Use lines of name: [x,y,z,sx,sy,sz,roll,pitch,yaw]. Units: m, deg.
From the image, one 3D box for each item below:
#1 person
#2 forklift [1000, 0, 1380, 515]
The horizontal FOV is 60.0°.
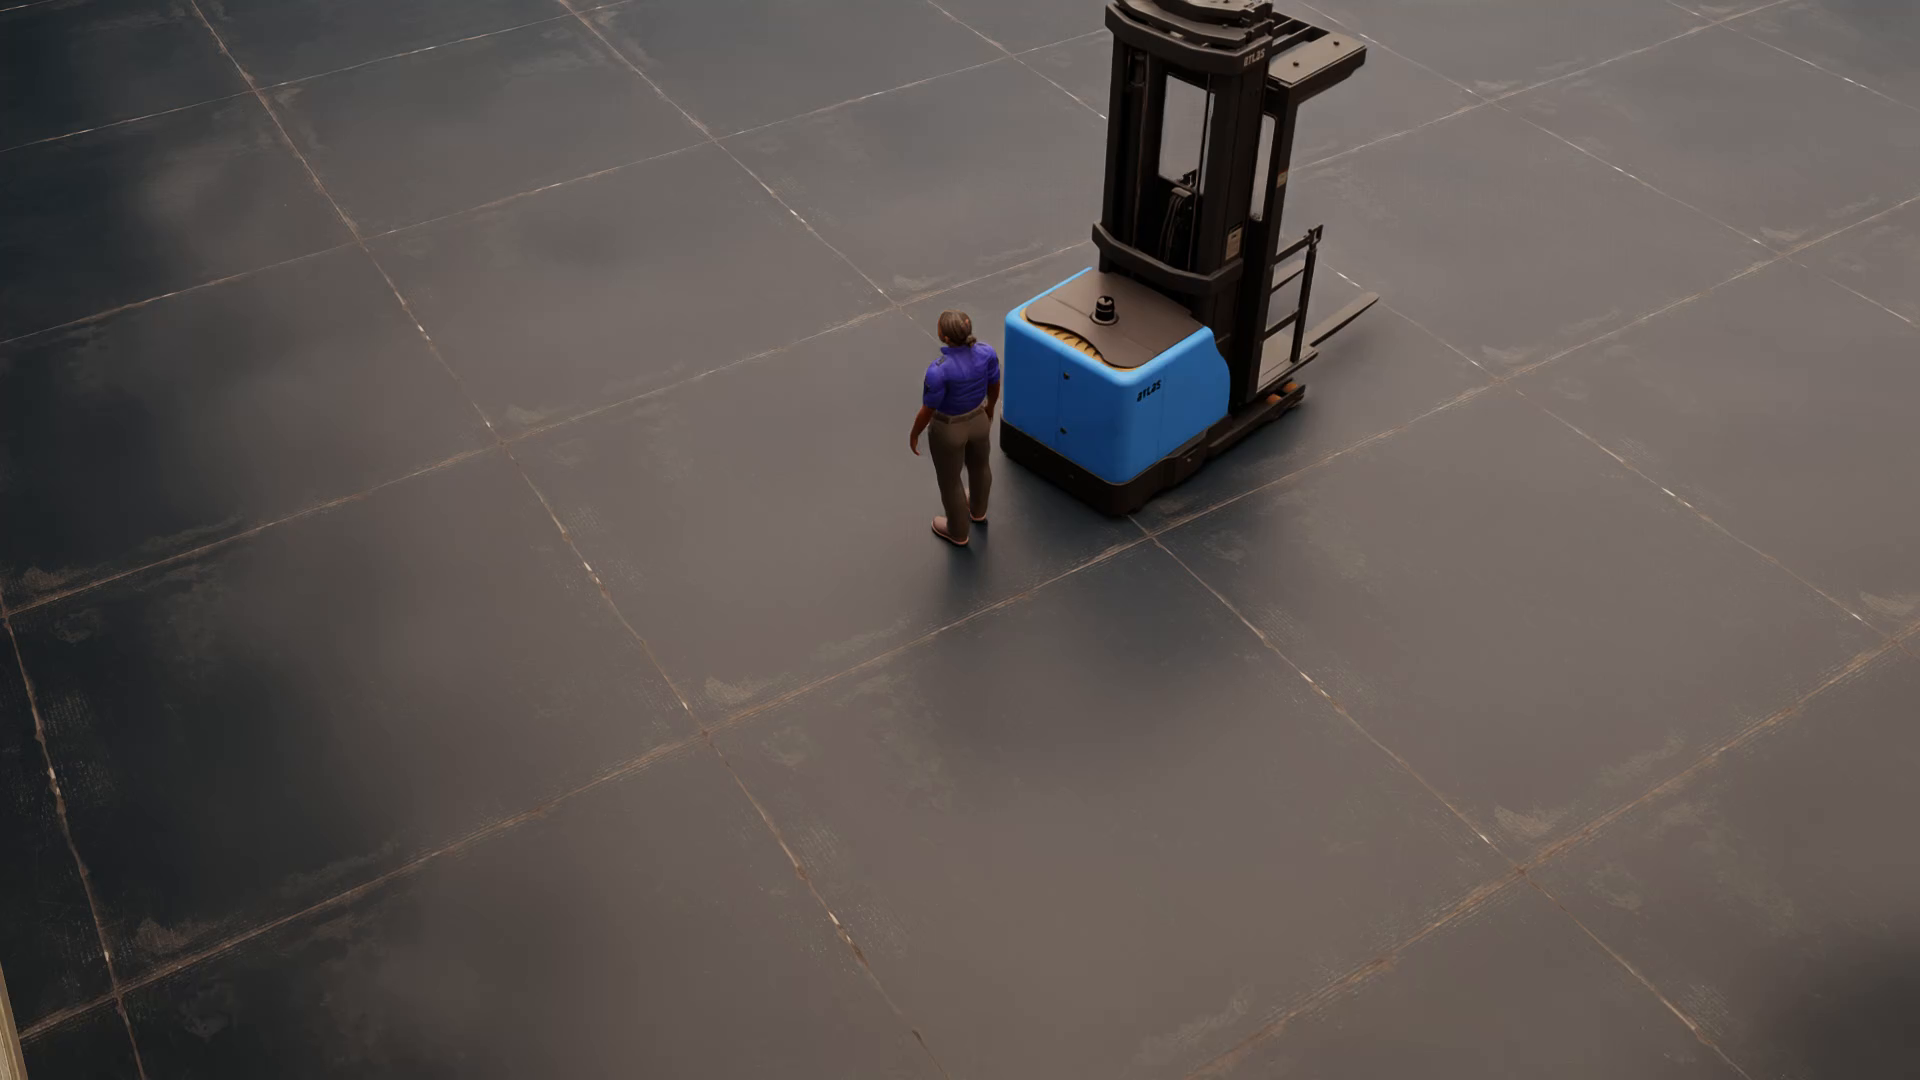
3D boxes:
person: [-0.054,-0.686,9.624,0.579,1.658,0.475,-24,47,-25]
forklift: [1.656,-2.118,10.295,3.031,2.935,1.130,-33,51,-32]
